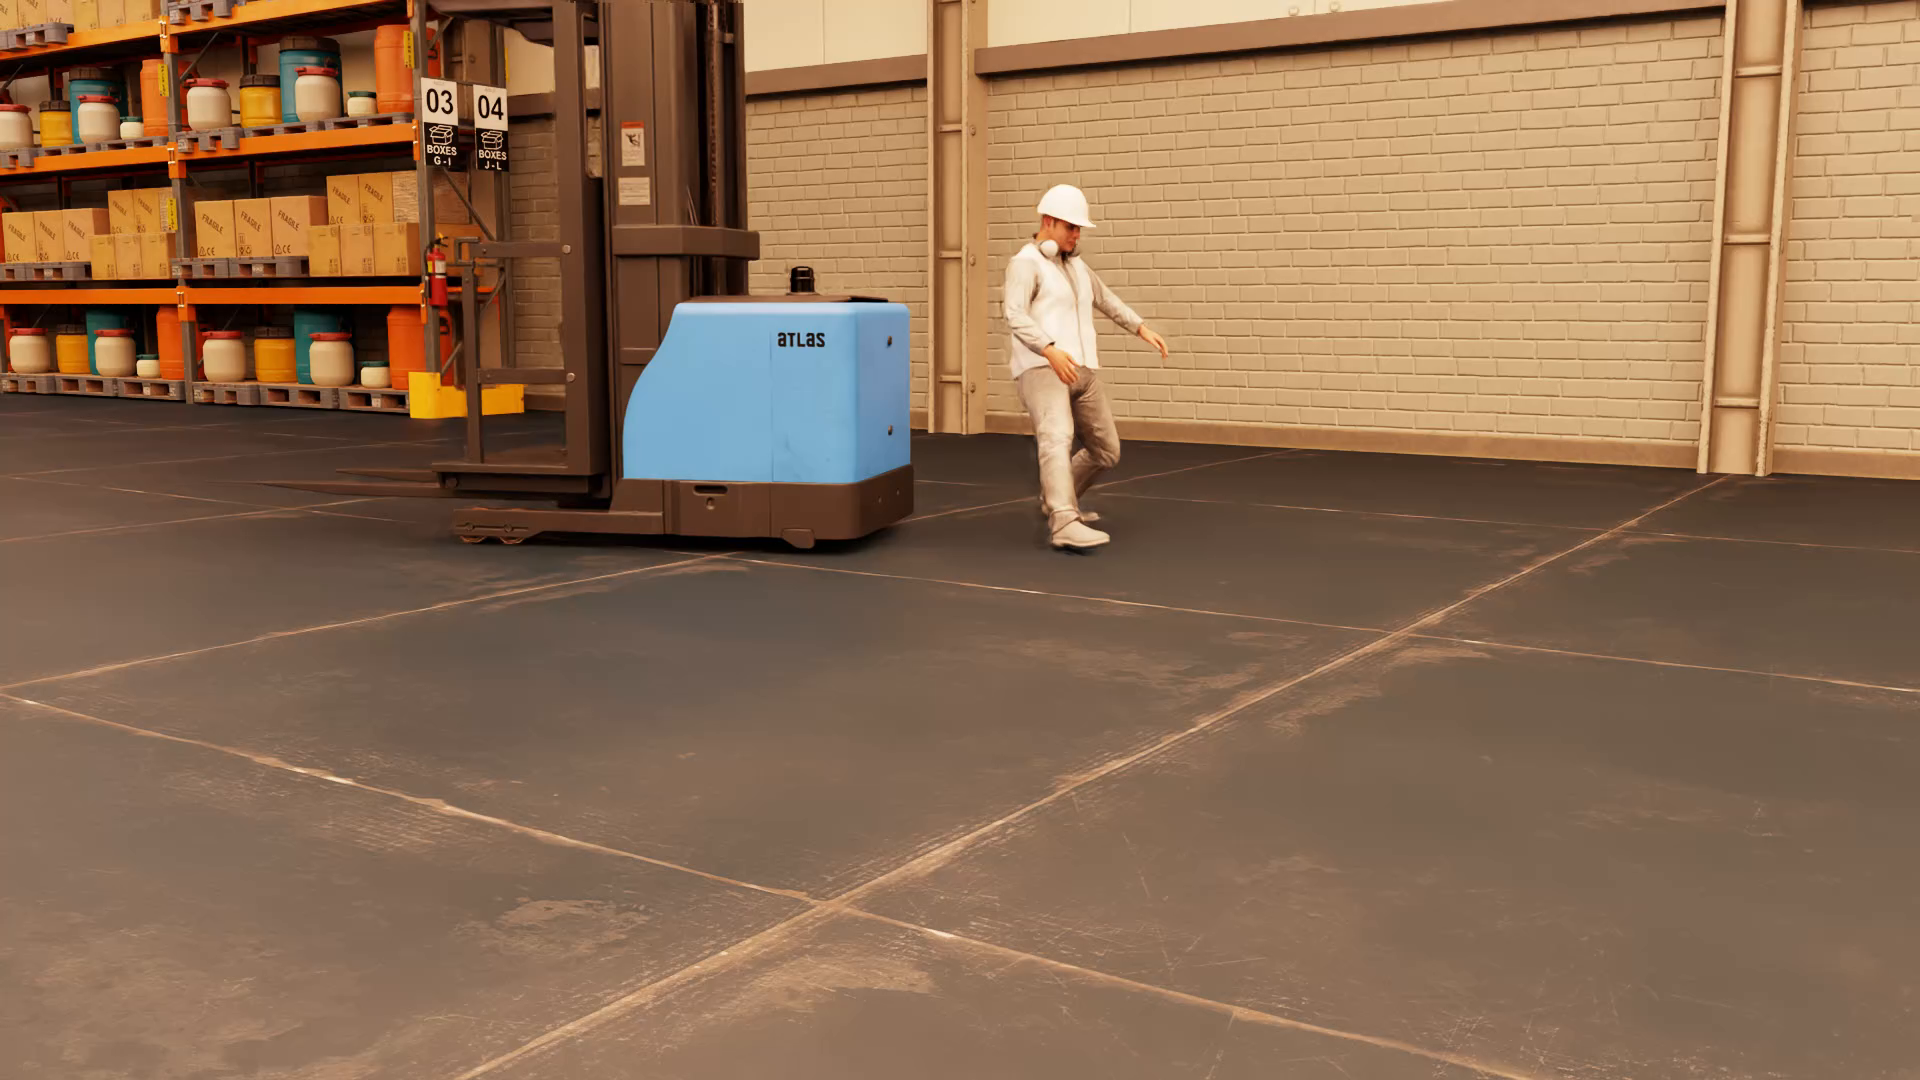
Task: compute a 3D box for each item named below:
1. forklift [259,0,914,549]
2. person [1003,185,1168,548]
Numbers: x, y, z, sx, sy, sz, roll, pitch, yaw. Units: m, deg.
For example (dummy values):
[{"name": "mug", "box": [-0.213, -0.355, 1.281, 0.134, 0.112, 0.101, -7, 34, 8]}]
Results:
[{"name": "forklift", "box": [-1.797, -1.498, 7.728, 3.031, 2.935, 1.130, 2, 8, 13]}, {"name": "person", "box": [0.559, -0.808, 7.666, 0.982, 1.638, 0.995, 7, 11, 41]}]
